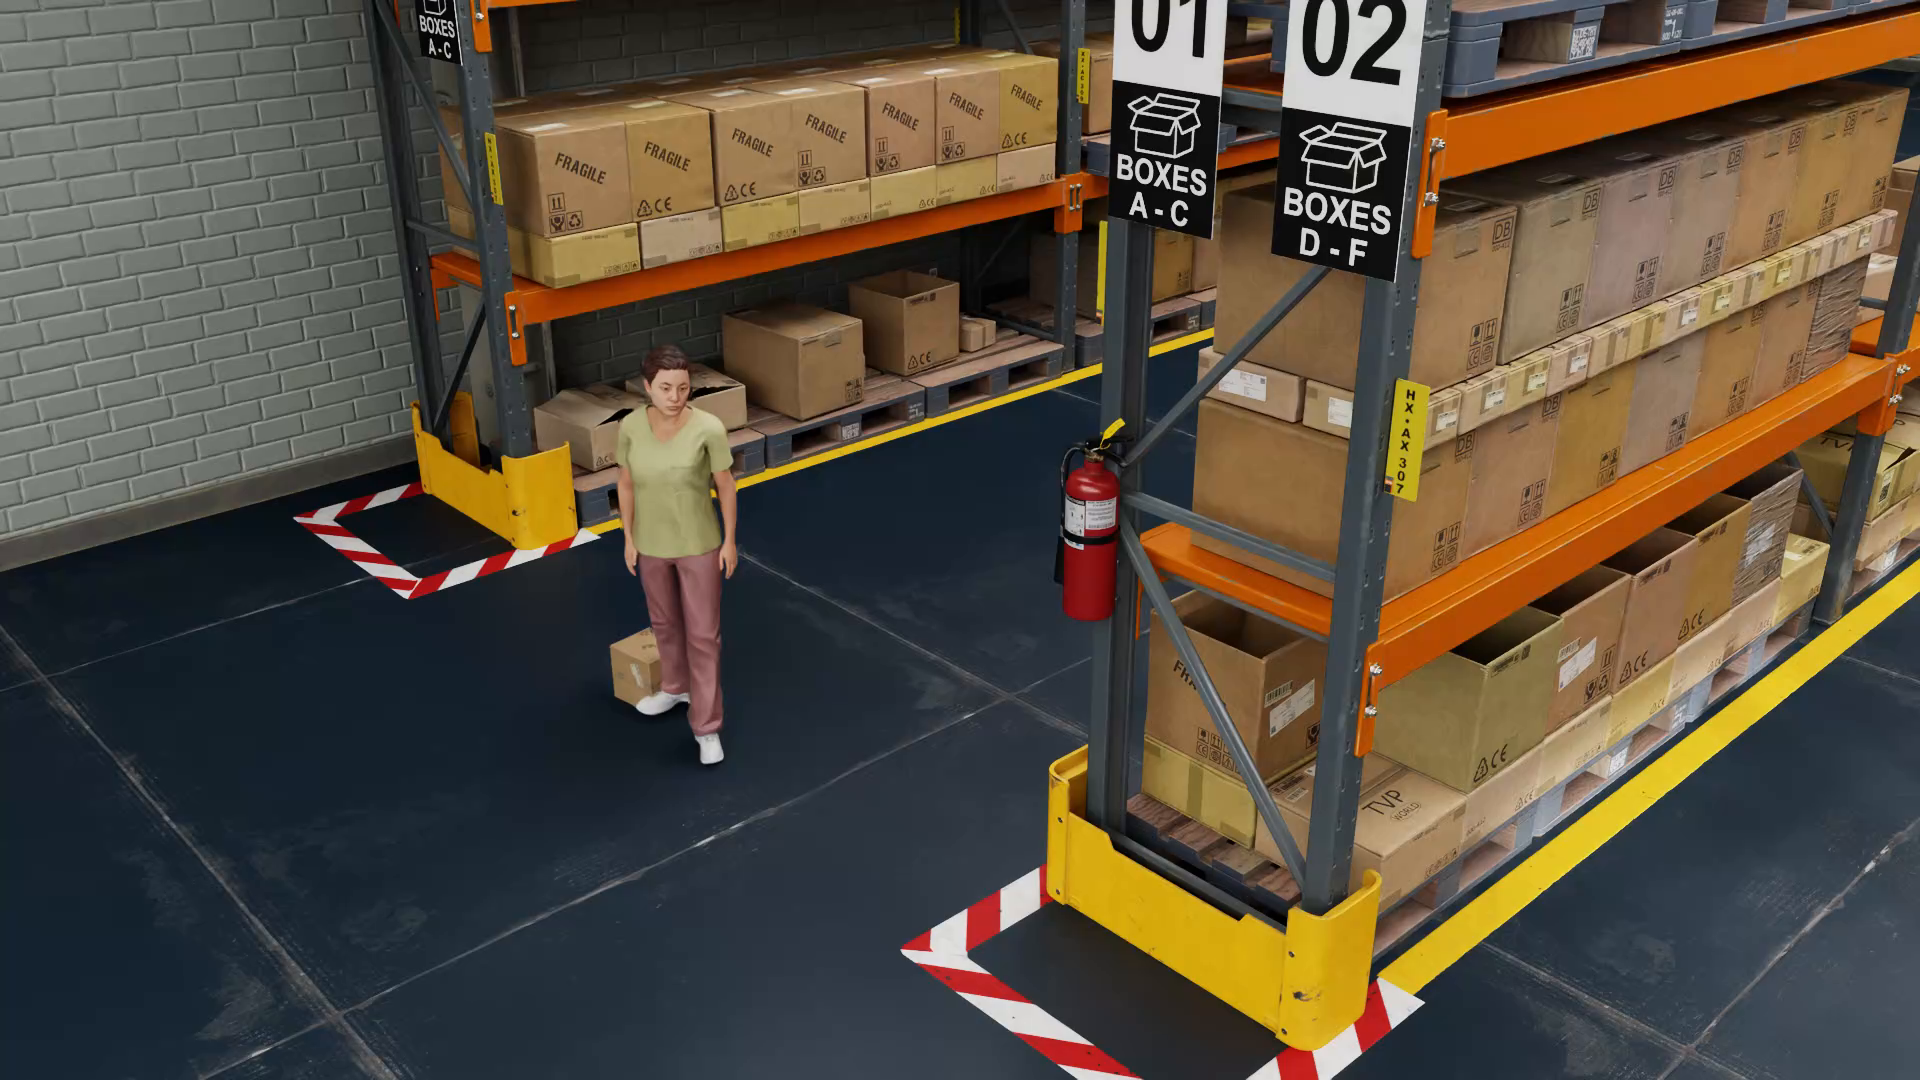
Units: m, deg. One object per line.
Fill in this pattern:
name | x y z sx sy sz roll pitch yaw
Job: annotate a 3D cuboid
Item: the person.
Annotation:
person | -1.122 0.027 6.543 0.493 1.670 0.559 4 25 9
